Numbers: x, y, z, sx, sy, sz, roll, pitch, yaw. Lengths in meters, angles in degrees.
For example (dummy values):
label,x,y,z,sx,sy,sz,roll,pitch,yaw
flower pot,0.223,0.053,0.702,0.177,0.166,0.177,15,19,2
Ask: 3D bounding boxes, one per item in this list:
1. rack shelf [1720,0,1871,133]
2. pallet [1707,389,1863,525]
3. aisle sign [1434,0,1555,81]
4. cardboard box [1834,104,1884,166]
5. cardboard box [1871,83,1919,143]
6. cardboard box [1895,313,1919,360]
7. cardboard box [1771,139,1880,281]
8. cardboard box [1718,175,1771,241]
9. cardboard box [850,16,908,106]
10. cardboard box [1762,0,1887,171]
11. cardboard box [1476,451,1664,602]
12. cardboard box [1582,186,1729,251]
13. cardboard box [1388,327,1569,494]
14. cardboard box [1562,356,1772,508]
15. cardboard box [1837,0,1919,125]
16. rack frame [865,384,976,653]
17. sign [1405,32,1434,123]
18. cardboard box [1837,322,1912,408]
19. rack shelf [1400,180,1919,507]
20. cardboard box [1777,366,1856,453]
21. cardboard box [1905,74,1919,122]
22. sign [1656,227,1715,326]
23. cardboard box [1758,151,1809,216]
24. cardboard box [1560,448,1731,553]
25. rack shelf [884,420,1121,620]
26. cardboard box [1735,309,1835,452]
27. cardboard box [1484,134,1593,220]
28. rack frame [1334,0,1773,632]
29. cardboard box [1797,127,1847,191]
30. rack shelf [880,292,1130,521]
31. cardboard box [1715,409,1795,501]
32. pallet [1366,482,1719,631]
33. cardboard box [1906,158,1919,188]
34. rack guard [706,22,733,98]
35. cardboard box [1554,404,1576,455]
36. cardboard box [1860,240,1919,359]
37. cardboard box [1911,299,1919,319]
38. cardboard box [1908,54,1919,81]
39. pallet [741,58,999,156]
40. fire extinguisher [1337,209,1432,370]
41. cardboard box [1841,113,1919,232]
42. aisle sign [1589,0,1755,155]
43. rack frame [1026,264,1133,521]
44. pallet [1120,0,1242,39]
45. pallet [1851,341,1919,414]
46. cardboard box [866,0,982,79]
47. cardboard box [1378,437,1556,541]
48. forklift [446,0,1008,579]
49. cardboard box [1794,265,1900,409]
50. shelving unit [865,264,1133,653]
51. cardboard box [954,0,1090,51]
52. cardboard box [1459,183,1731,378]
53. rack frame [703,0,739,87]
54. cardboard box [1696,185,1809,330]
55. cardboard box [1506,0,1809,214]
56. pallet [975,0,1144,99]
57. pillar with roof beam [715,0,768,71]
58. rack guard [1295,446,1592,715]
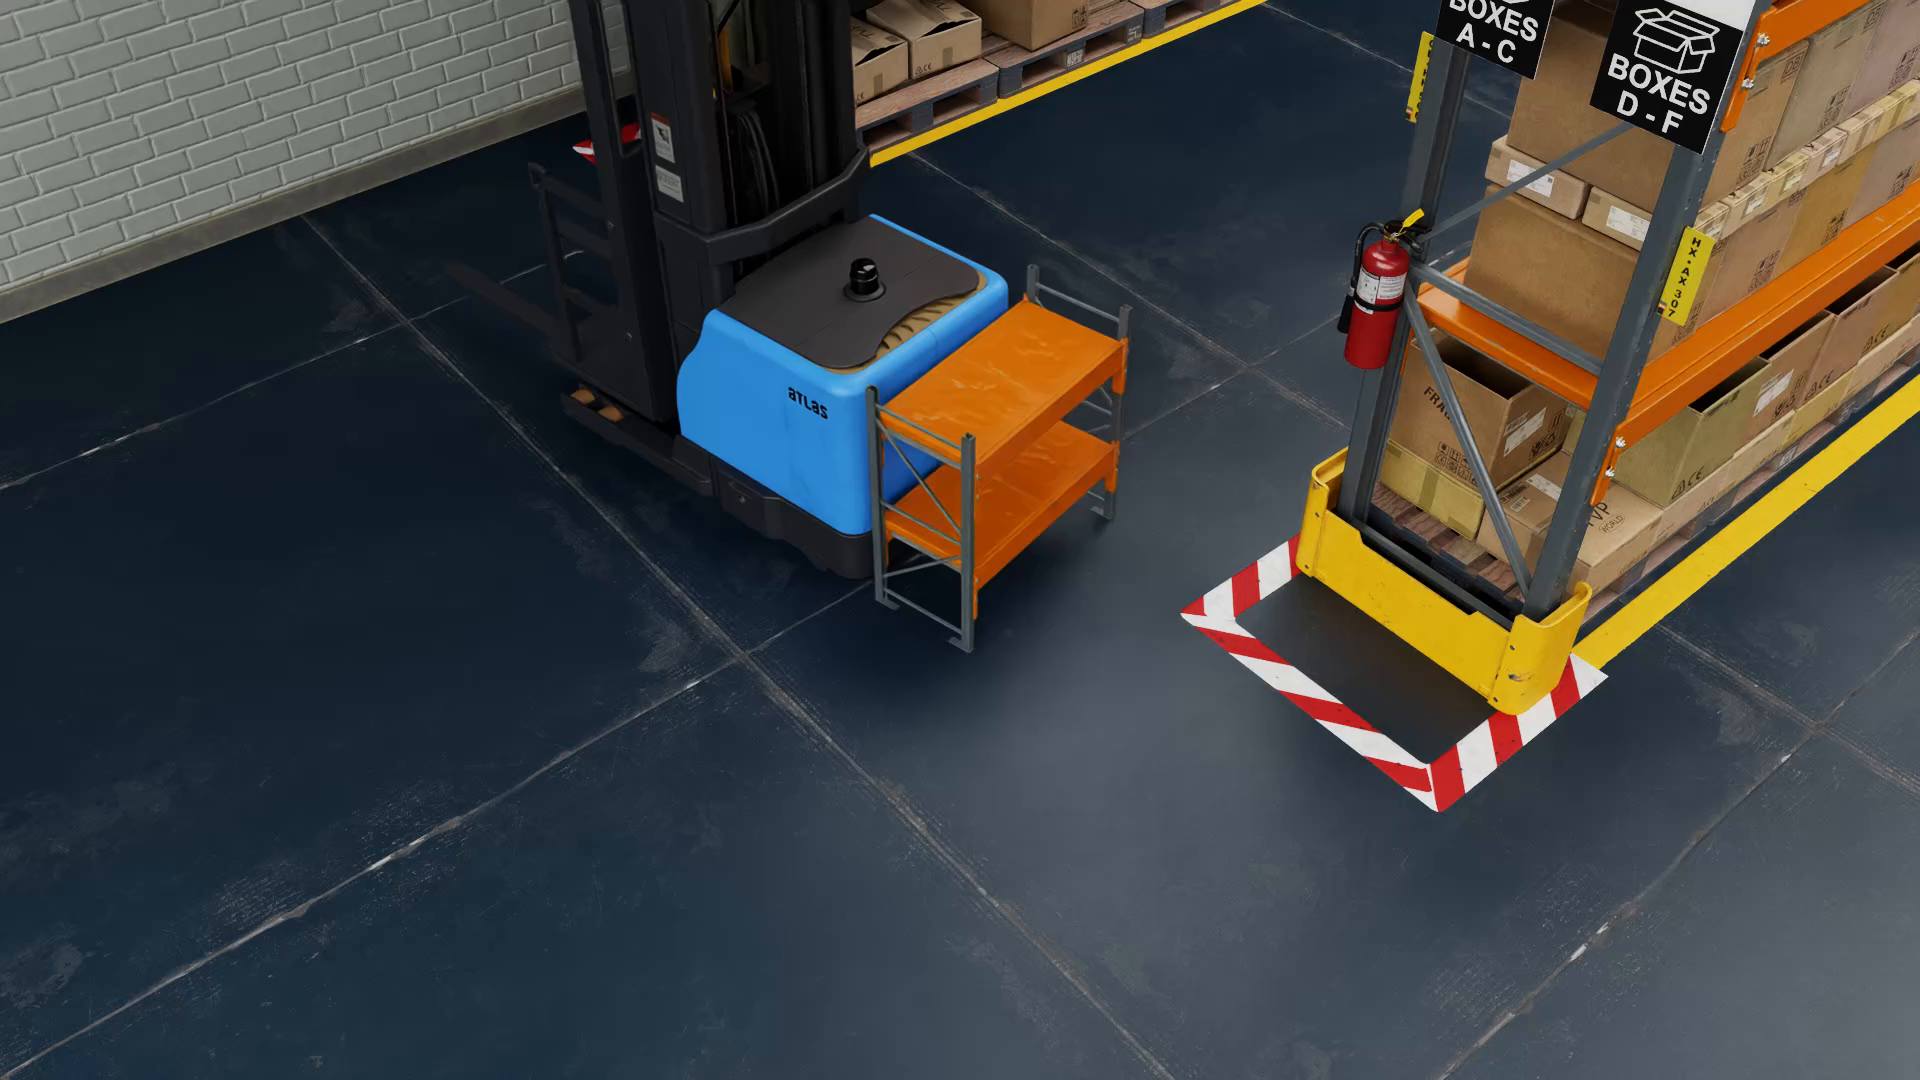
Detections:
label,x,y,z,sx,sy,sz,roll,pitch,yaw
rack shelf,3.473,-2.490,6.045,4.000,0.370,1.077,-30,51,-28
pallet,3.434,-0.655,7.793,1.213,0.211,1.003,-30,51,-28
aisle sign,1.701,-1.853,5.133,0.004,0.787,0.394,-30,51,-28
cardboard box,3.169,-1.567,6.180,0.250,0.149,0.380,-32,52,-29
cardboard box,3.365,-1.679,6.300,0.250,0.149,0.380,-30,51,-28
cardboard box,4.402,-1.155,7.991,0.500,0.250,0.500,-30,51,-28
cardboard box,3.090,-1.463,6.544,0.500,0.500,0.700,-29,51,-28
cardboard box,2.579,-1.230,5.822,0.250,0.149,0.380,-31,51,-29
cardboard box,-0.653,-2.817,9.701,0.500,0.311,0.500,33,52,30
cardboard box,2.746,-1.745,5.897,0.500,0.500,0.700,-31,51,-29
cardboard box,2.493,-0.050,6.814,0.500,0.250,0.500,-30,51,-28
cardboard box,2.378,-1.113,5.697,0.250,0.149,0.380,-30,51,-28
cardboard box,2.160,-0.596,6.848,0.500,0.500,0.500,-30,51,-28
cardboard box,2.876,-0.544,6.792,0.500,0.500,0.500,-30,51,-28
cardboard box,3.132,-1.967,6.133,0.500,0.500,0.700,-30,51,-28
rack frame,-0.149,-0.062,6.495,0.500,1.125,0.032,28,50,27
sign,1.602,-1.580,5.722,0.005,0.325,0.100,-30,51,-28
cardboard box,4.028,-0.928,7.749,0.500,0.250,0.500,-30,51,-28
rack shelf,3.473,-1.397,7.072,4.000,0.370,1.077,-30,51,-28
cardboard box,3.645,-0.708,7.514,0.500,0.250,0.500,-30,51,-28
cardboard box,3.558,-1.787,6.415,0.250,0.149,0.380,-29,51,-28
sign,2.291,-0.831,5.253,0.005,0.325,0.100,-30,51,-28
cardboard box,2.771,-1.339,5.938,0.250,0.149,0.380,-30,51,-28
cardboard box,2.875,-0.272,7.050,0.500,0.250,0.500,-30,51,-28
rack shelf,0.165,-0.158,6.953,0.538,0.278,1.000,28,50,27
cardboard box,3.251,-0.770,7.033,0.500,0.500,0.500,-30,51,-28
cardboard box,2.110,-1.321,5.919,0.250,0.149,0.380,-31,51,-28
rack frame,1.939,-0.780,5.890,0.127,3.000,1.000,-30,51,-28
cardboard box,2.966,-1.449,6.054,0.250,0.149,0.380,-31,51,-28
rack shelf,0.165,-0.549,6.585,0.538,0.278,1.000,28,50,27
cardboard box,3.258,-0.491,7.283,0.500,0.250,0.500,-30,51,-28
pallet,2.499,-0.122,7.226,1.213,0.211,1.003,-30,51,-28
cardboard box,3.883,-1.922,7.033,0.500,0.500,0.700,-29,50,-27
rack guard,-1.184,-2.502,9.549,0.348,0.500,1.175,-30,51,-28
cardboard box,2.537,-0.548,7.344,0.500,0.250,0.500,-30,51,-28
cardboard box,4.020,-1.208,7.499,0.500,0.500,0.500,-30,51,-28
cardboard box,4.401,-1.430,7.735,0.500,0.500,0.500,-30,51,-28
cardboard box,3.516,-2.187,6.367,0.500,0.500,0.700,-30,51,-28
pallet,-0.538,-2.735,10.008,1.213,0.211,1.003,-30,51,-28
fire extinguisher,1.551,-0.944,6.121,0.183,0.674,0.296,-30,51,-28
cardboard box,3.491,-1.697,6.792,0.500,0.500,0.700,-28,50,-27
aisle sign,2.085,-1.538,4.798,0.004,0.787,0.394,-30,51,-28
rack frame,0.479,-0.609,7.077,0.500,1.125,0.032,28,50,27
pallet,1.334,-3.807,11.149,1.213,0.211,1.003,-30,51,-28
pallet,4.371,-1.194,8.367,1.213,0.211,1.003,-30,51,-28
cardboard box,-0.216,-3.067,9.968,0.500,0.311,0.500,-26,49,-25
cardboard box,2.161,-0.322,7.103,0.500,0.250,0.500,-30,51,-28
forklift,-1.231,-1.771,6.995,3.031,2.935,1.130,31,51,28
cardboard box,3.646,-0.981,7.257,0.500,0.500,0.500,-30,51,-28
shelving unit,0.165,-0.336,6.786,0.538,1.125,1.048,28,50,27
cardboard box,0.379,-3.432,10.218,0.500,0.500,0.700,-33,52,-30
cardboard box,2.306,-1.015,6.067,0.500,0.500,0.700,-30,51,-28
rack frame,-1.242,-3.380,8.658,0.127,3.000,1.000,-30,51,-28
cardboard box,2.705,-1.248,6.315,0.500,0.500,0.700,-28,50,-27
cardboard box,2.346,-1.511,5.648,0.500,0.500,0.700,-30,51,-28
pallet,0.398,-3.268,10.576,1.213,0.211,1.003,-30,51,-28
pillar with roof beam,1.502,-4.068,5.008,0.400,9.000,9.100,-30,51,-28
rack guard,1.921,0.141,6.734,0.348,0.500,1.175,-30,51,-28
